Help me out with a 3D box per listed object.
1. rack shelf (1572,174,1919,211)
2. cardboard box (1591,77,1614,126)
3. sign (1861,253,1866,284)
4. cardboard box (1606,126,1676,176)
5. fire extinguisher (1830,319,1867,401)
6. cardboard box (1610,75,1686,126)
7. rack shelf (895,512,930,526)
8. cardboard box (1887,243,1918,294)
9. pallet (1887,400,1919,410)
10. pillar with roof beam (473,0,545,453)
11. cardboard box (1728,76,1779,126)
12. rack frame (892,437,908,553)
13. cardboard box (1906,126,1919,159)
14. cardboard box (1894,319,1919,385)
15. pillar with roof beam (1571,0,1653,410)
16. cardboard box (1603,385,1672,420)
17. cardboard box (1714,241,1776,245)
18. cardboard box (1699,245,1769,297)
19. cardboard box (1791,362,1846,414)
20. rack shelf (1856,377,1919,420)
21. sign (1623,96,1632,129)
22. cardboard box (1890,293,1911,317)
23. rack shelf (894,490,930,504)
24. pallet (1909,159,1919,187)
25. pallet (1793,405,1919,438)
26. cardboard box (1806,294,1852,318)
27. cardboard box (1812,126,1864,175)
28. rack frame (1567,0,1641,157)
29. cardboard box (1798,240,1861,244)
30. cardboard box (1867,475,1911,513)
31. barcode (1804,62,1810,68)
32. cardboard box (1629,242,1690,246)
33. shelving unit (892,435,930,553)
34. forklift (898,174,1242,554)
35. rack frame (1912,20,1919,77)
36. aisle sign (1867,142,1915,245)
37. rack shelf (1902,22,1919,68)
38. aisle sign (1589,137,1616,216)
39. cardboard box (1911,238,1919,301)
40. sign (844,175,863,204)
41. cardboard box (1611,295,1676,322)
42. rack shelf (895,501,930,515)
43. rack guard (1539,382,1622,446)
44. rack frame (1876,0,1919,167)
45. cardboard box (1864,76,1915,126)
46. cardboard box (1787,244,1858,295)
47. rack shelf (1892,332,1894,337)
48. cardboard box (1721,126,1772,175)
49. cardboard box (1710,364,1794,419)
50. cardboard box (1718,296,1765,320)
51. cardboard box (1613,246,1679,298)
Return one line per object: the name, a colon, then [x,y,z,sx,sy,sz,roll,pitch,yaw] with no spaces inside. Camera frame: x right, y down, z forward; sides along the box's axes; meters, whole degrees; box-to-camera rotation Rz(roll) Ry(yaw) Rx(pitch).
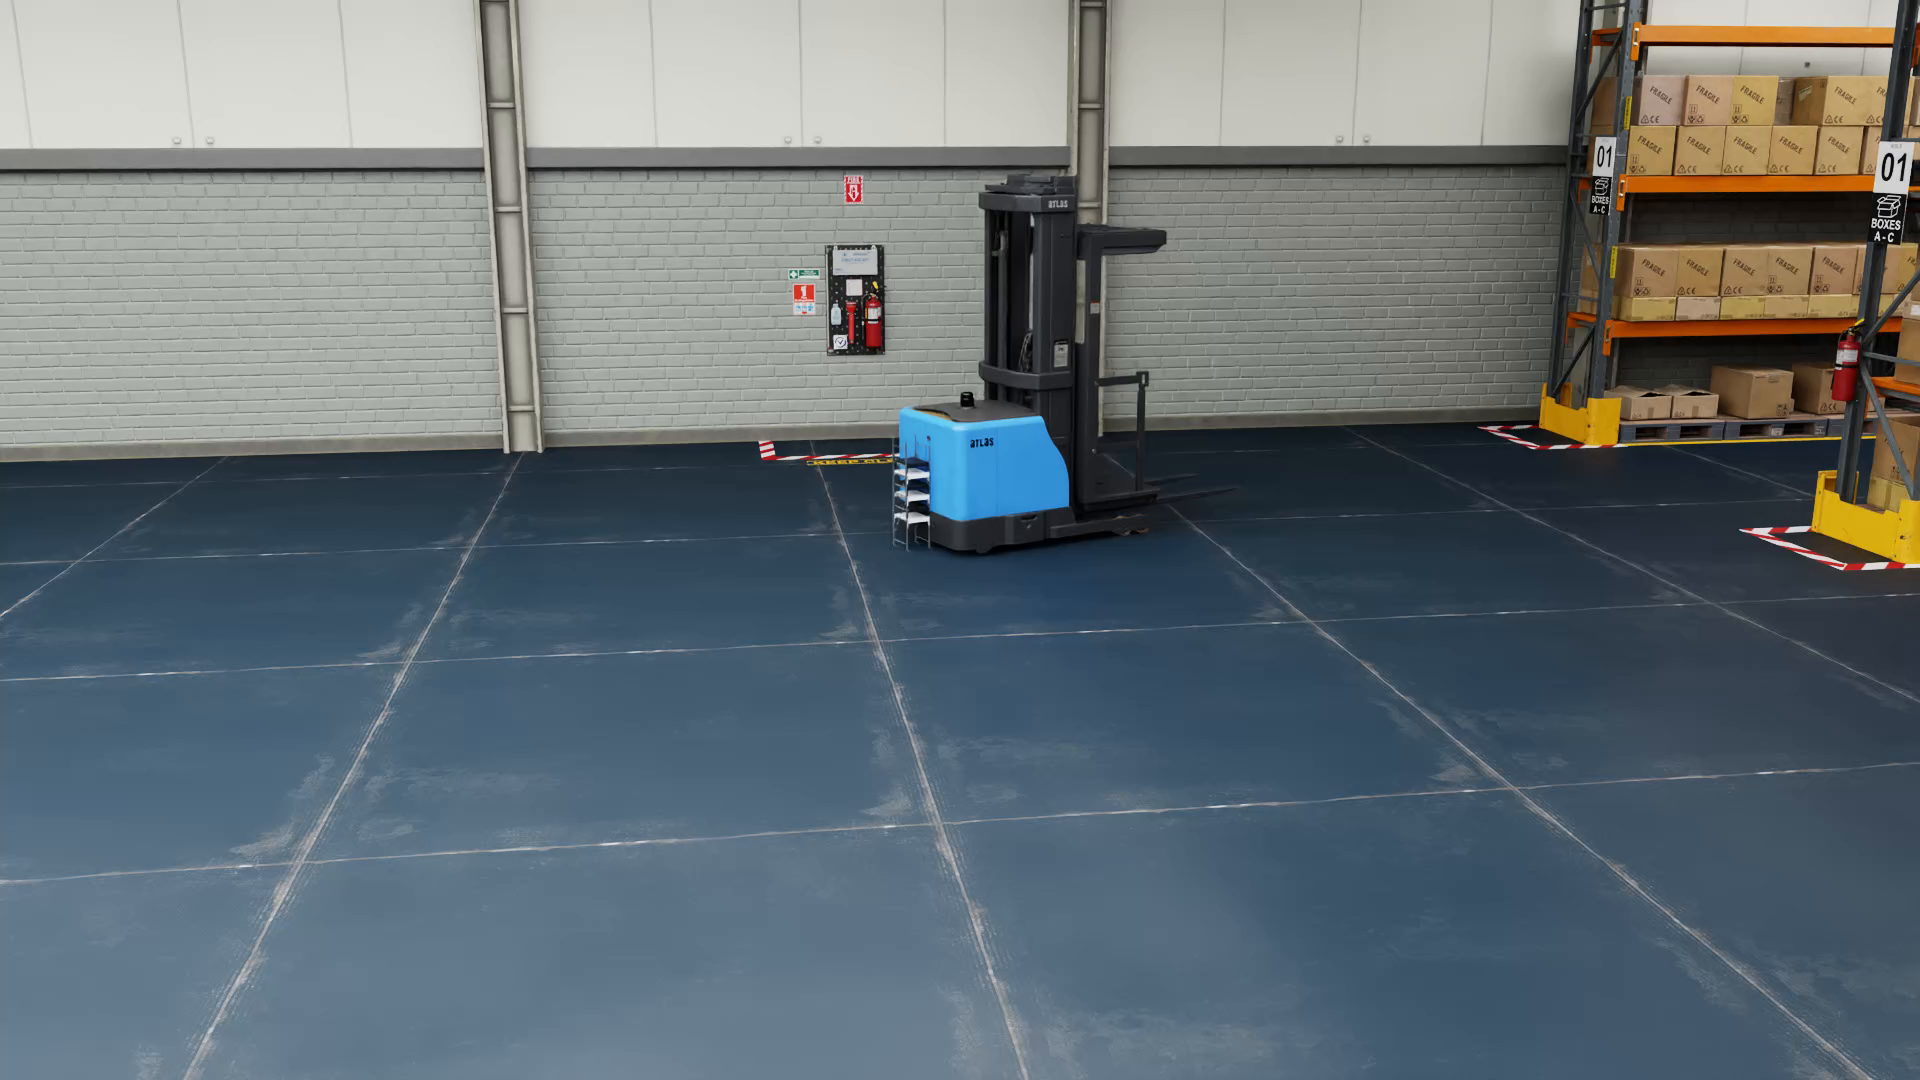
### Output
rack shelf: [8.700,-3.783,17.954,4.000,0.370,1.077,-2,14,-8]
cardboard box: [7.110,-4.682,17.755,0.500,0.500,0.500,-1,14,-6]
sign: [7.397,-2.221,13.545,0.005,0.325,0.100,-2,14,-8]
cardboard box: [7.090,-4.070,17.372,0.500,0.500,0.500,-2,14,-7]
fire extinguisher: [7.278,-1.483,13.630,0.183,0.674,0.296,-2,14,-8]
cardboard box: [7.139,-4.559,17.264,0.500,0.500,0.500,-3,14,-12]
rack shelf: [-0.392,-0.166,13.411,0.200,0.077,0.258,-8,16,-30]
cardboard box: [10.256,-2.959,18.080,0.500,0.500,0.500,-2,14,-8]
pallet: [11.447,-1.426,18.974,1.213,0.211,1.003,-2,14,-8]
pillar with roof beam: [-3.939,-4.278,12.281,0.400,9.000,9.100,-2,14,-8]
cardboard box: [8.148,-4.586,17.373,0.500,0.500,0.500,-2,14,-7]
rack frame: [-0.480,-0.360,13.309,0.006,0.900,0.240,-8,16,-30]
cardboard box: [10.213,-4.185,17.831,0.500,0.500,0.500,-2,14,-7]
cardboard box: [7.928,-1.476,13.235,0.500,0.500,0.700,-2,14,-8]
pillar with roof beam: [7.927,-4.713,14.015,0.400,9.000,9.100,-2,14,-8]
cardboard box: [7.420,-1.518,18.230,0.500,0.311,0.500,-4,15,-15]
cardboard box: [8.664,-3.028,18.354,0.500,0.500,0.500,-2,14,-8]
cardboard box: [8.241,-2.883,17.778,0.500,0.500,0.500,-3,14,-10]
cardboard box: [9.657,-1.704,18.583,0.500,0.500,0.500,-3,14,-13]
rack shelf: [9.442,-1.137,13.568,4.000,0.370,1.077,-2,14,-8]
sign: [6.803,-4.353,16.951,0.005,0.325,0.100,-2,14,-8]
cardboard box: [10.254,-2.597,18.177,0.500,0.250,0.500,-2,14,-8]
rack shelf: [-0.392,-0.341,13.368,0.200,0.077,0.258,-8,16,-30]
pallet: [8.167,-2.845,12.915,1.213,0.211,1.003,-2,14,-8]
pallet: [10.019,-1.365,18.729,1.213,0.211,1.003,-2,14,-8]
cardboard box: [9.266,-2.559,18.026,0.500,0.250,0.500,-2,14,-9]
cardboard box: [9.171,-4.141,17.654,0.500,0.500,0.500,-3,14,-11]
rack frame: [6.722,-5.515,17.213,0.127,3.000,1.000,-2,14,-8]
cardboard box: [9.670,-3.066,18.506,0.500,0.500,0.500,-2,14,-9]
cardboard box: [7.950,-0.374,13.836,0.500,0.250,0.500,-2,14,-8]
barcode: [9.239,-5.179,18.136,0.075,0.075,0.001,-2,14,-8]
cardboard box: [7.656,-2.990,18.202,0.500,0.500,0.500,-2,14,-8]
shelving unit: [-0.392,-0.373,13.359,0.210,0.900,0.258,-8,16,-30]
forklift: [1.017,-1.555,13.898,3.031,2.935,1.130,-8,16,-30]
rack frame: [10.678,-5.660,17.791,0.127,3.000,1.000,-2,14,-8]
aisle sign: [7.355,-2.743,13.148,0.004,0.787,0.394,-2,14,-8]
rack shelf: [9.442,-3.853,12.887,4.000,0.370,1.077,-2,14,-8]
aisle sign: [6.696,-3.791,17.328,0.004,0.787,0.394,-2,14,-8]
cardboard box: [7.980,-2.107,13.085,0.500,0.500,0.700,-2,14,-8]
sign: [-1.120,-3.689,17.498,0.199,0.298,0.001,-2,14,-8]
cardboard box: [7.252,-2.483,17.724,0.500,0.250,0.500,-3,14,-10]
rack shelf: [-0.392,-0.253,13.389,0.200,0.077,0.258,-8,16,-30]
rack guard: [6.797,-1.395,18.258,0.348,0.500,1.175,-2,14,-8]
rack frame: [7.464,-4.323,12.462,0.127,3.000,1.000,-2,14,-8]
cardboard box: [9.679,-4.642,17.597,0.500,0.500,0.500,-1,14,-5]
cardboard box: [9.264,-2.924,17.940,0.500,0.500,0.500,-3,14,-10]
rack shelf: [12.655,-2.473,18.897,4.000,0.370,1.077,-2,14,-8]
cardboard box: [8.139,-4.101,17.494,0.500,0.500,0.500,-1,14,-6]
cardboard box: [8.716,-1.645,18.347,0.500,0.500,0.700,-3,14,-12]
cardboard box: [8.268,-2.523,17.881,0.500,0.250,0.500,-2,14,-9]
cardboard box: [7.239,-2.851,17.648,0.500,0.500,0.500,-2,14,-8]
